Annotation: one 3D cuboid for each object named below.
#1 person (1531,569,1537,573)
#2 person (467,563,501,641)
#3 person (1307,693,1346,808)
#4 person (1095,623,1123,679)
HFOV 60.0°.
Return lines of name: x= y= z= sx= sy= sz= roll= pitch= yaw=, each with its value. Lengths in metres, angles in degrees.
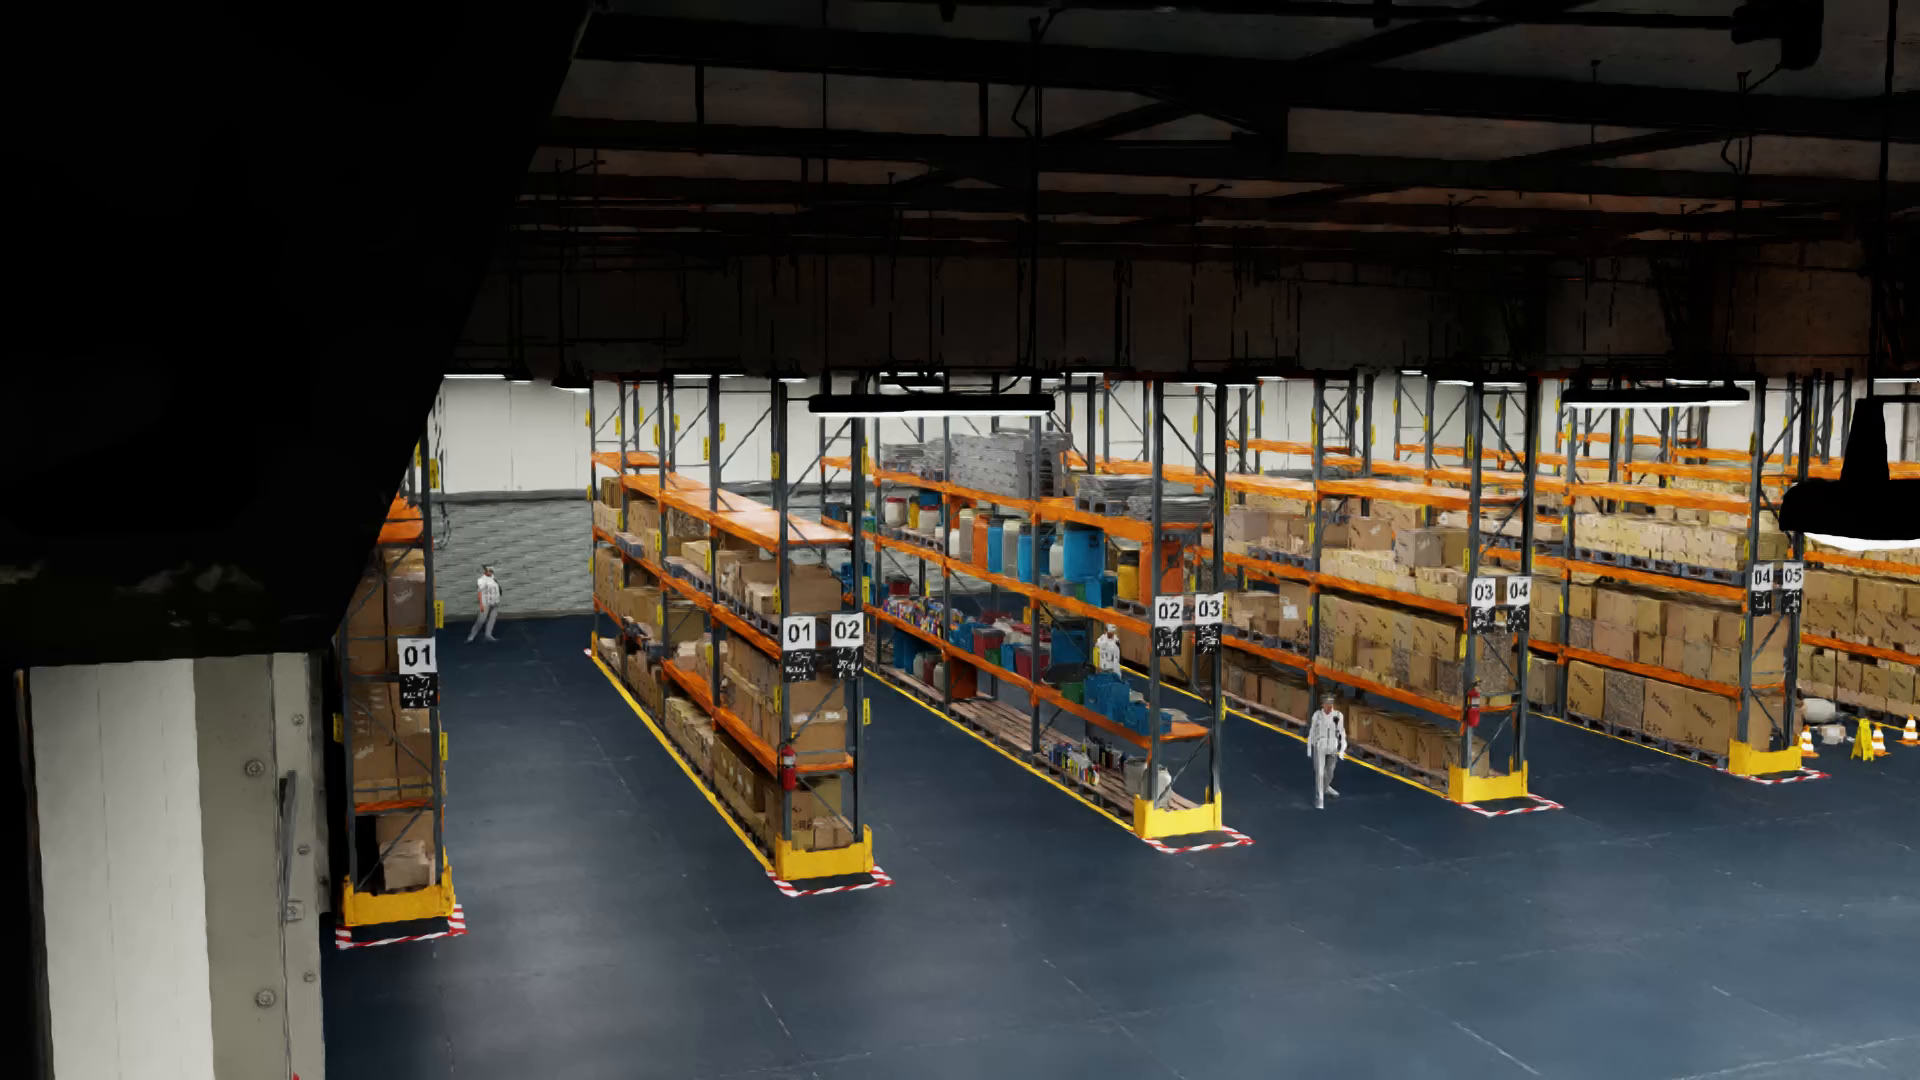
person: x=12.103 y=1.488 z=35.342 sx=0.594 sy=1.782 sz=0.678 roll=0 pitch=6 yaw=2
person: x=-10.500 y=1.386 z=36.588 sx=0.557 sy=1.742 sz=0.734 roll=3 pitch=7 yaw=27
person: x=5.166 y=2.914 z=23.449 sx=0.521 sy=1.609 sz=0.938 roll=0 pitch=6 yaw=1
person: x=2.641 y=2.232 z=29.619 sx=0.497 sy=1.578 sz=1.090 roll=-2 pitch=7 yaw=-18
